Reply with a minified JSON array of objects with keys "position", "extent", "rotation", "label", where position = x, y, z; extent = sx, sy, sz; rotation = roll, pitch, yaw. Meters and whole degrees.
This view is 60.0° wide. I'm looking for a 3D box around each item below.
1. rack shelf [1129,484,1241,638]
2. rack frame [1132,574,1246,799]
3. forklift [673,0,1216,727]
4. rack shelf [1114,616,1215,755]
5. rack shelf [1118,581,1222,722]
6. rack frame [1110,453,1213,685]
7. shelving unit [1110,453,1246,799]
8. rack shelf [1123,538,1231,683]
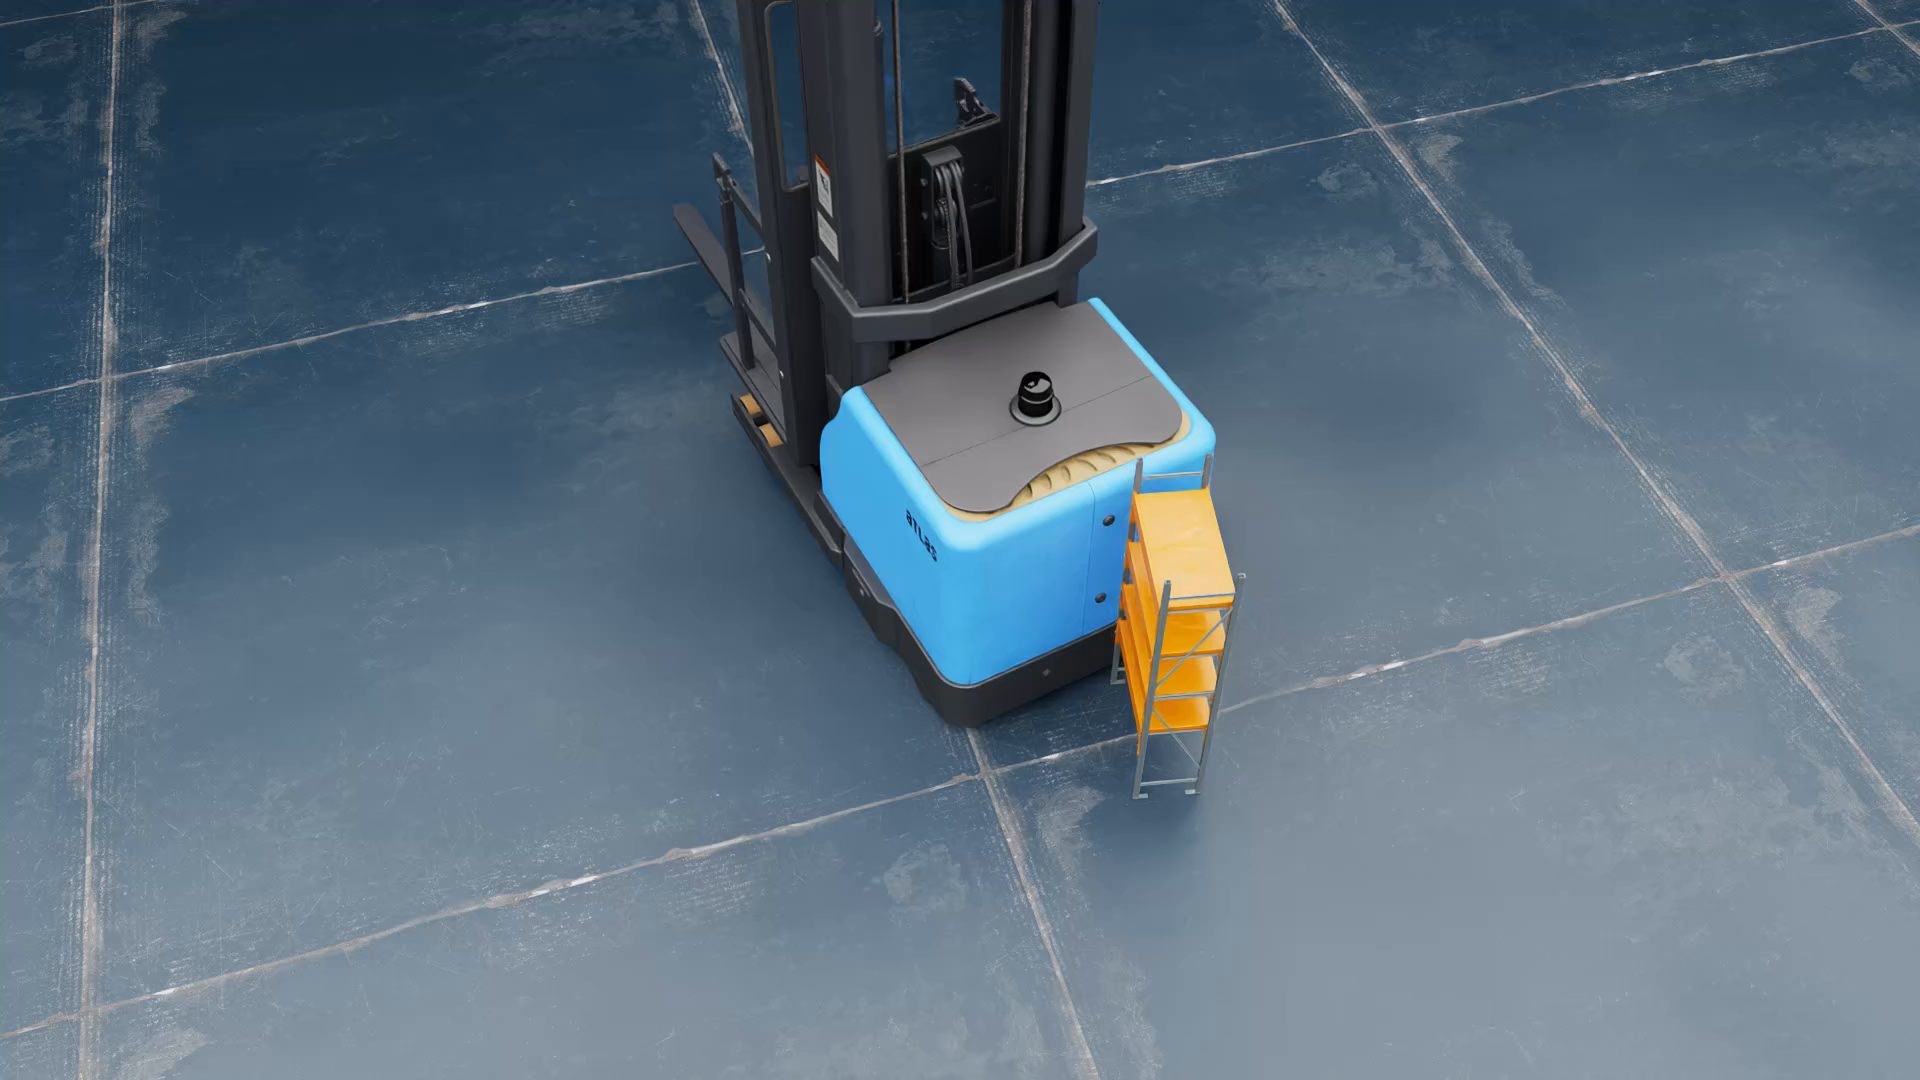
[{"position":[0.695,0.061,5.189],"extent":[0.258,0.148,0.480],"rotation":[-4,50,-4],"label":"rack shelf"},{"position":[0.719,0.500,5.333],"extent":[0.240,1.200,0.015],"rotation":[-4,50,-4],"label":"rack frame"},{"position":[-0.285,-1.416,5.816],"extent":[1.130,2.935,3.031],"rotation":[-23,53,-18],"label":"forklift"},{"position":[0.695,0.486,5.693],"extent":[0.258,0.148,0.480],"rotation":[-4,50,-4],"label":"rack shelf"},{"position":[0.695,0.358,5.541],"extent":[0.258,0.148,0.480],"rotation":[-4,50,-4],"label":"rack shelf"},{"position":[0.671,0.129,5.646],"extent":[0.240,1.200,0.015],"rotation":[-4,50,-4],"label":"rack frame"},{"position":[0.695,0.314,5.490],"extent":[0.258,1.200,0.503],"rotation":[-4,50,-4],"label":"shelving unit"},{"position":[0.695,0.214,5.370],"extent":[0.258,0.148,0.480],"rotation":[-4,50,-4],"label":"rack shelf"}]
